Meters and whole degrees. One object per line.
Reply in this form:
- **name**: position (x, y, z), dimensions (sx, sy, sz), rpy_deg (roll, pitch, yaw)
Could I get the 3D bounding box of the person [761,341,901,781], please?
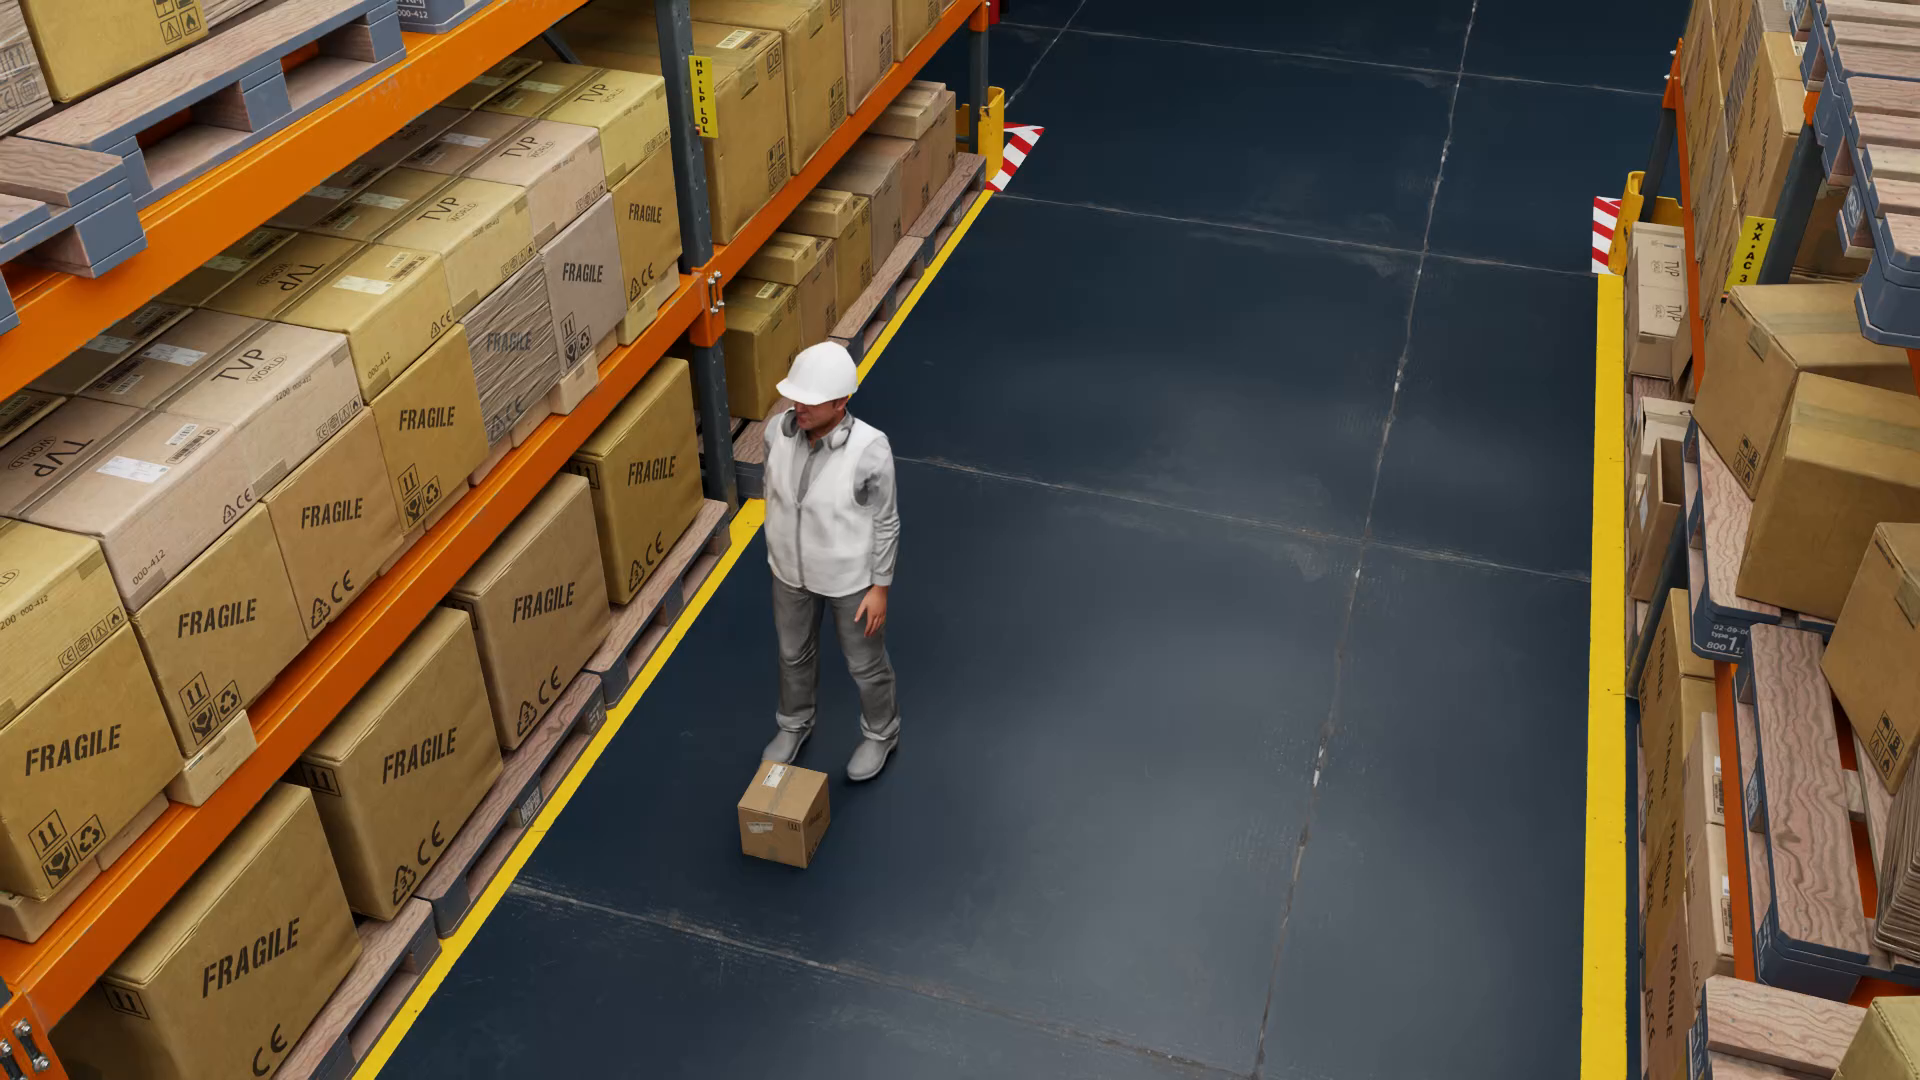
- **person**: position (-0.492, 0.121, 5.949), dimensions (0.551, 1.788, 0.428), rpy_deg (16, 40, 20)
